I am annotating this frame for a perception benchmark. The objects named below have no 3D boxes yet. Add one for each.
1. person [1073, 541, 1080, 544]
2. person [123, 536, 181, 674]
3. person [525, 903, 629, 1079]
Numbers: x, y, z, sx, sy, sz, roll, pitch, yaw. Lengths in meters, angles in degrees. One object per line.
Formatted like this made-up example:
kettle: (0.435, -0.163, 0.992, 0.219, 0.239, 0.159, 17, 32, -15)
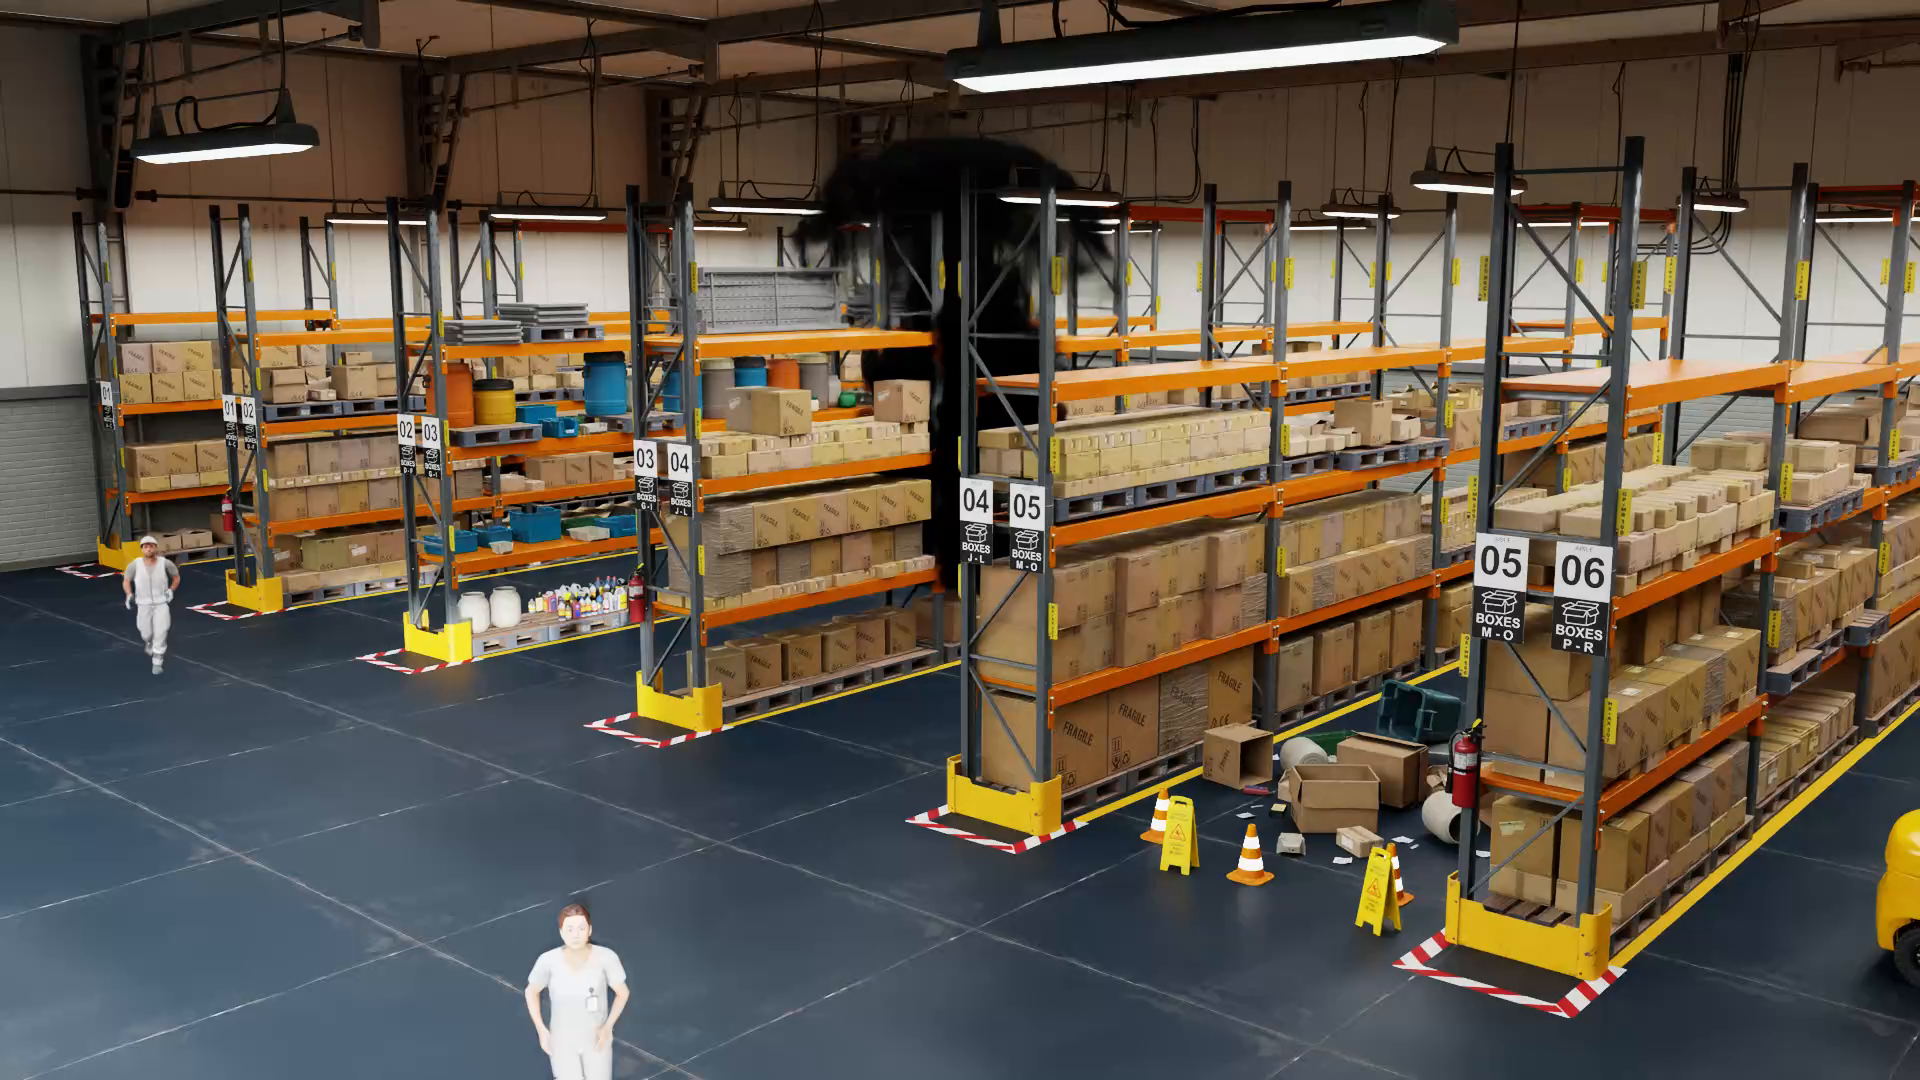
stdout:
person: (1.481, 0.693, 20.246, 0.694, 1.746, 0.899, 5, 11, 27)
person: (-10.301, 0.807, 21.250, 0.664, 1.751, 0.600, -4, 10, -25)
person: (-2.149, 2.829, 9.379, 0.574, 1.651, 0.688, -2, 10, -10)
